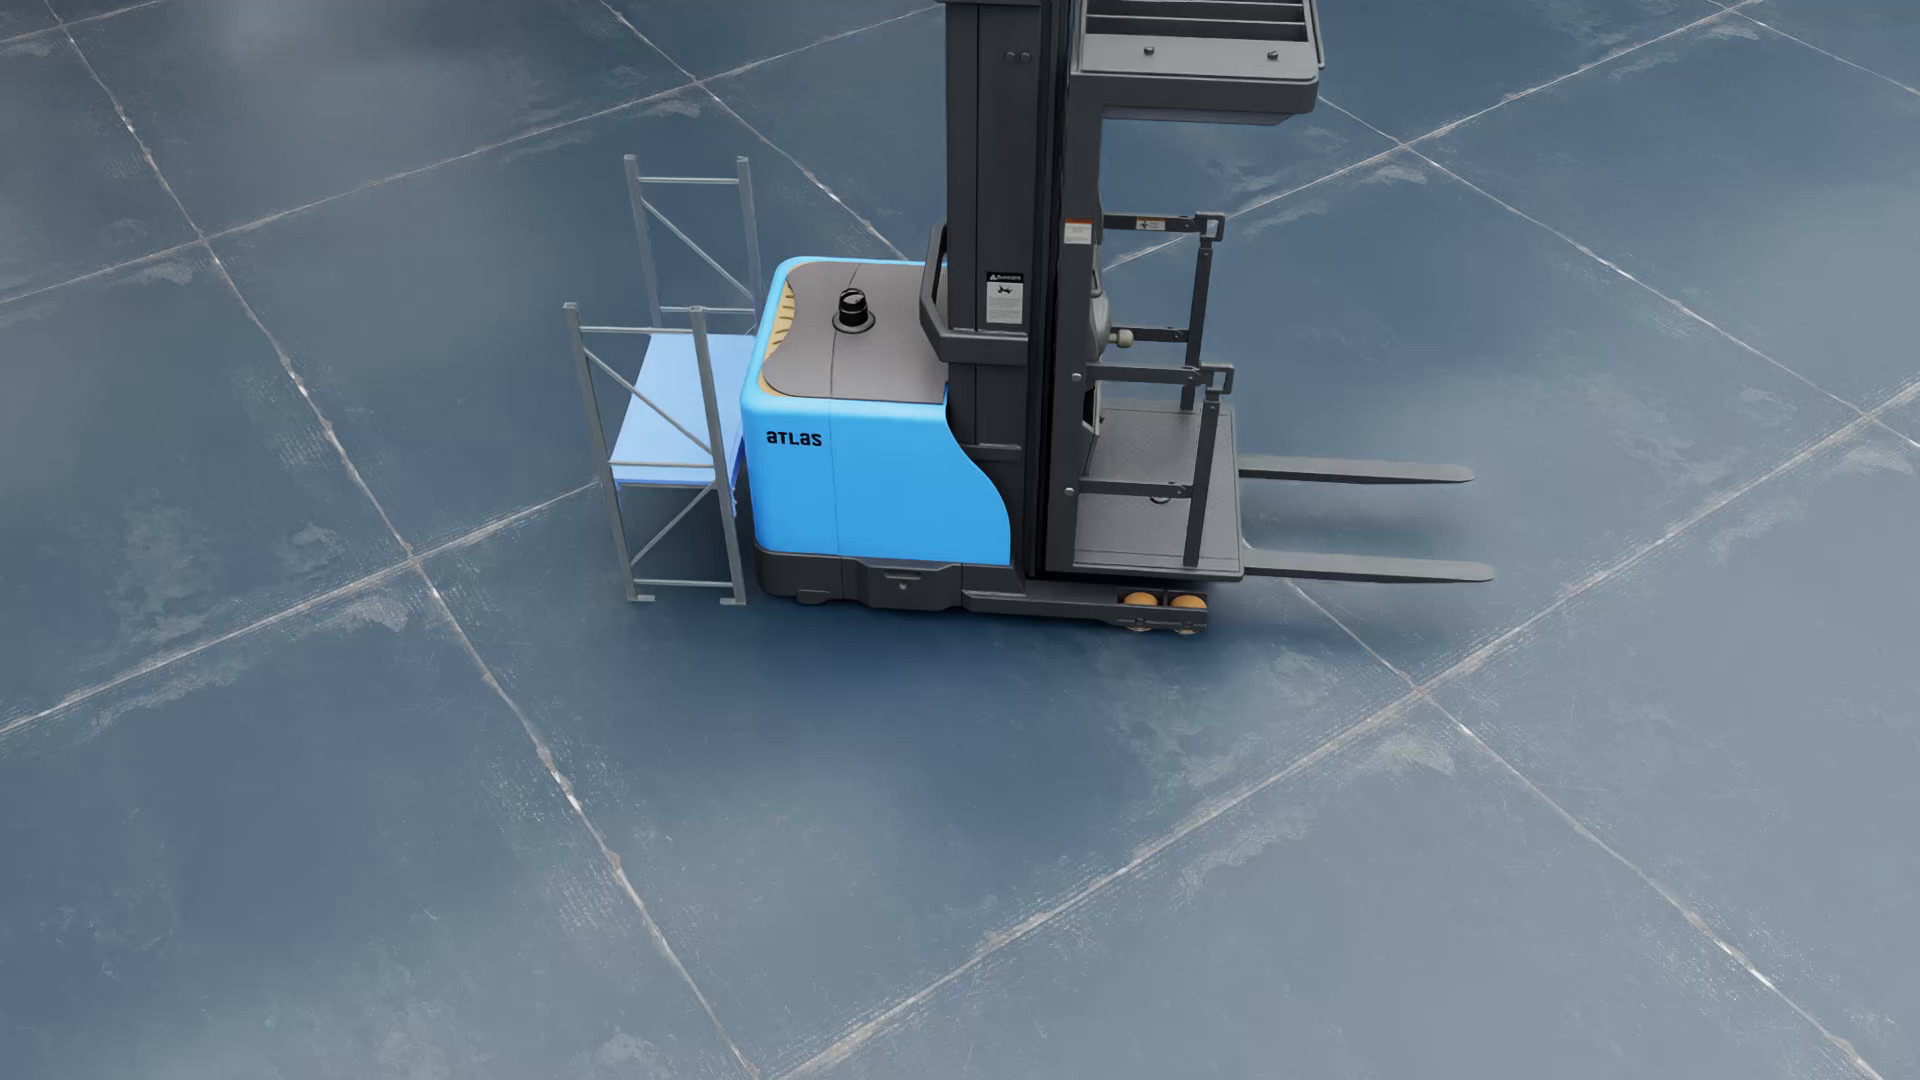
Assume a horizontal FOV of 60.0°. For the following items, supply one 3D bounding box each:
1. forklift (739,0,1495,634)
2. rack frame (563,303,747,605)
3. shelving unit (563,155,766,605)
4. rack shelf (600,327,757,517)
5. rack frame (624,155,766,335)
[{"bbox_3d":[0.694,-1.059,6.227,3.031,2.935,1.130,3,44,3],"label":"forklift"},{"bbox_3d":[-1.155,-0.289,6.452,0.500,1.500,0.032,2,44,3],"label":"rack frame"},{"bbox_3d":[-1.121,-0.639,6.819,0.538,1.500,1.048,2,44,3],"label":"shelving unit"},{"bbox_3d":[-1.118,-0.509,6.943,0.538,0.185,1.000,2,44,3],"label":"rack shelf"},{"bbox_3d":[-1.087,-0.990,7.185,0.500,1.500,0.032,2,44,3],"label":"rack frame"}]
